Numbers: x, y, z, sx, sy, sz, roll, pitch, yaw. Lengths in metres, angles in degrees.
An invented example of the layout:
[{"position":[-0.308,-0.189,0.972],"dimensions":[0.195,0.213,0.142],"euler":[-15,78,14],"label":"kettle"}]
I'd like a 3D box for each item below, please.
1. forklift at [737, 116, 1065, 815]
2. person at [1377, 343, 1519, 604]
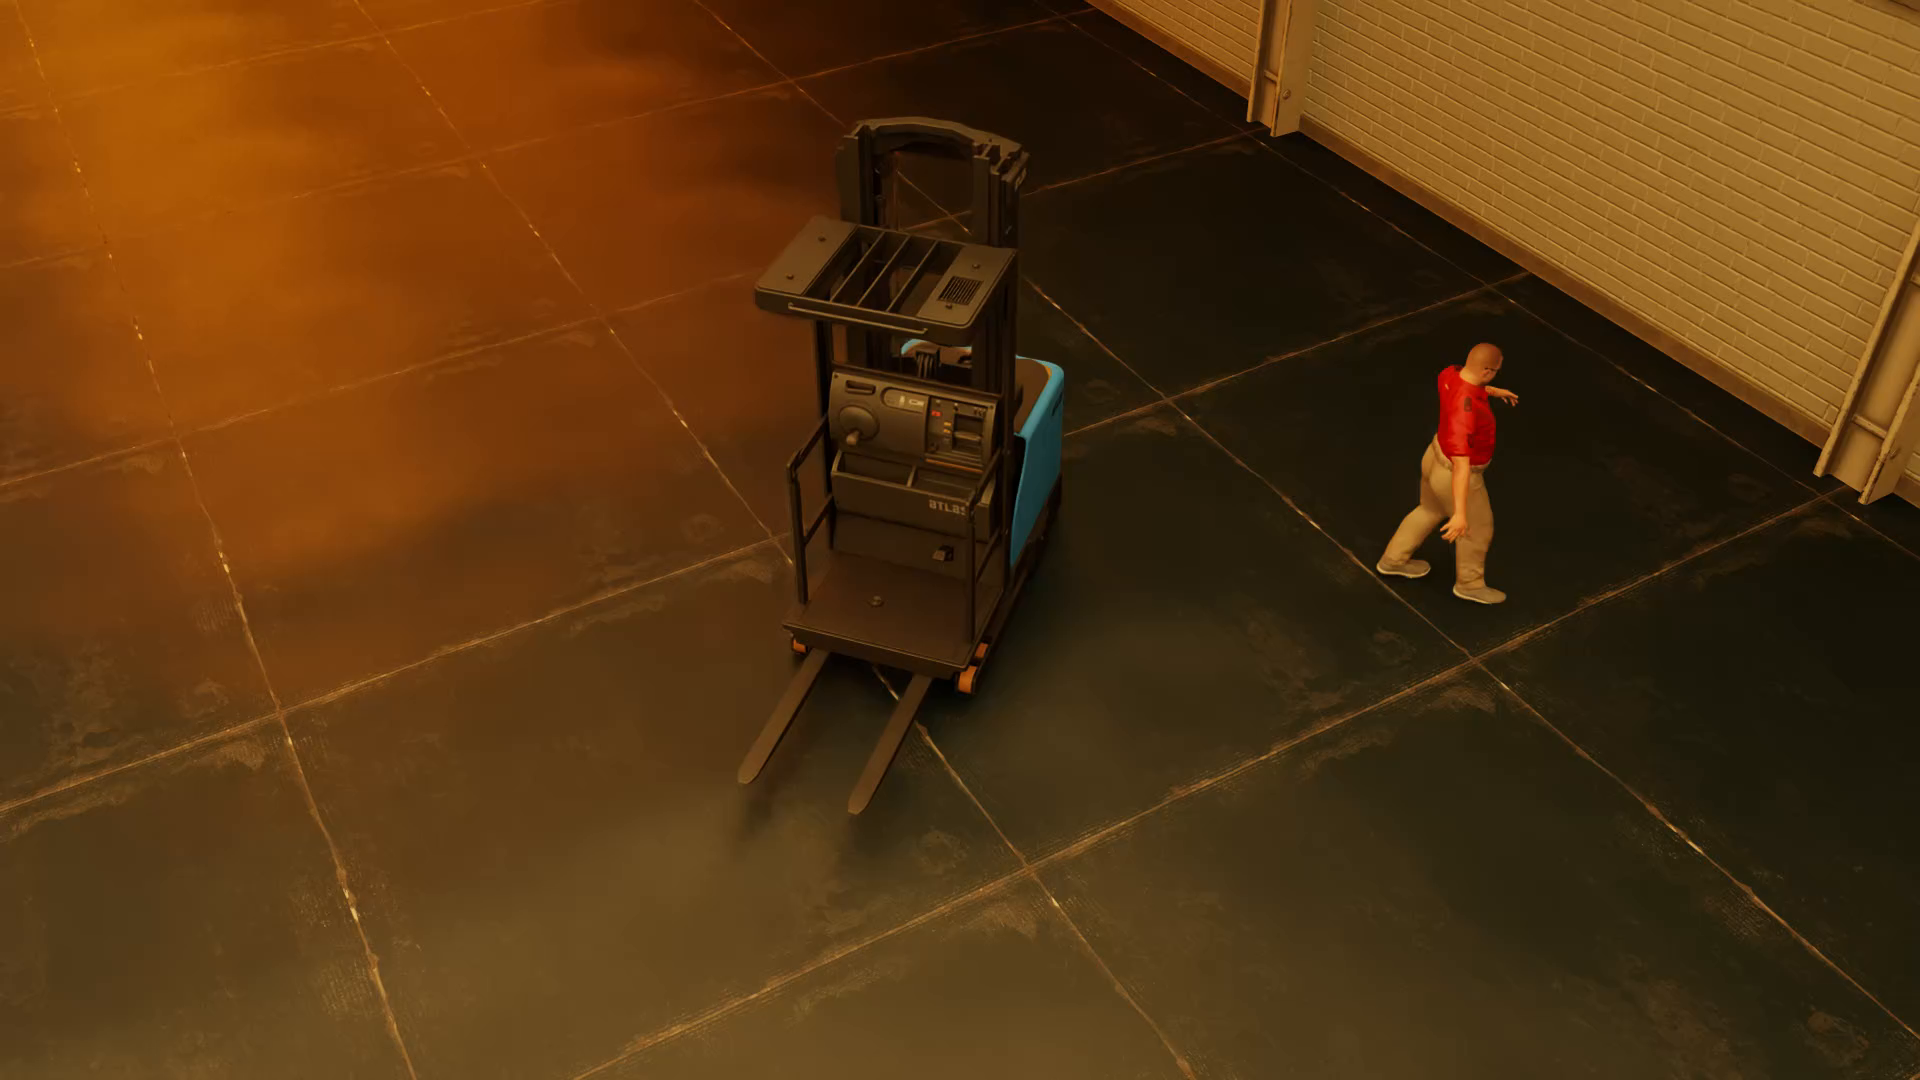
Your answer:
[{"position":[-0.326,-0.564,8.717],"dimensions":[1.130,2.935,3.031],"euler":[13,41,15],"label":"forklift"},{"position":[2.895,-0.362,9.460],"dimensions":[0.737,1.715,0.989],"euler":[-1,40,-1],"label":"person"}]
